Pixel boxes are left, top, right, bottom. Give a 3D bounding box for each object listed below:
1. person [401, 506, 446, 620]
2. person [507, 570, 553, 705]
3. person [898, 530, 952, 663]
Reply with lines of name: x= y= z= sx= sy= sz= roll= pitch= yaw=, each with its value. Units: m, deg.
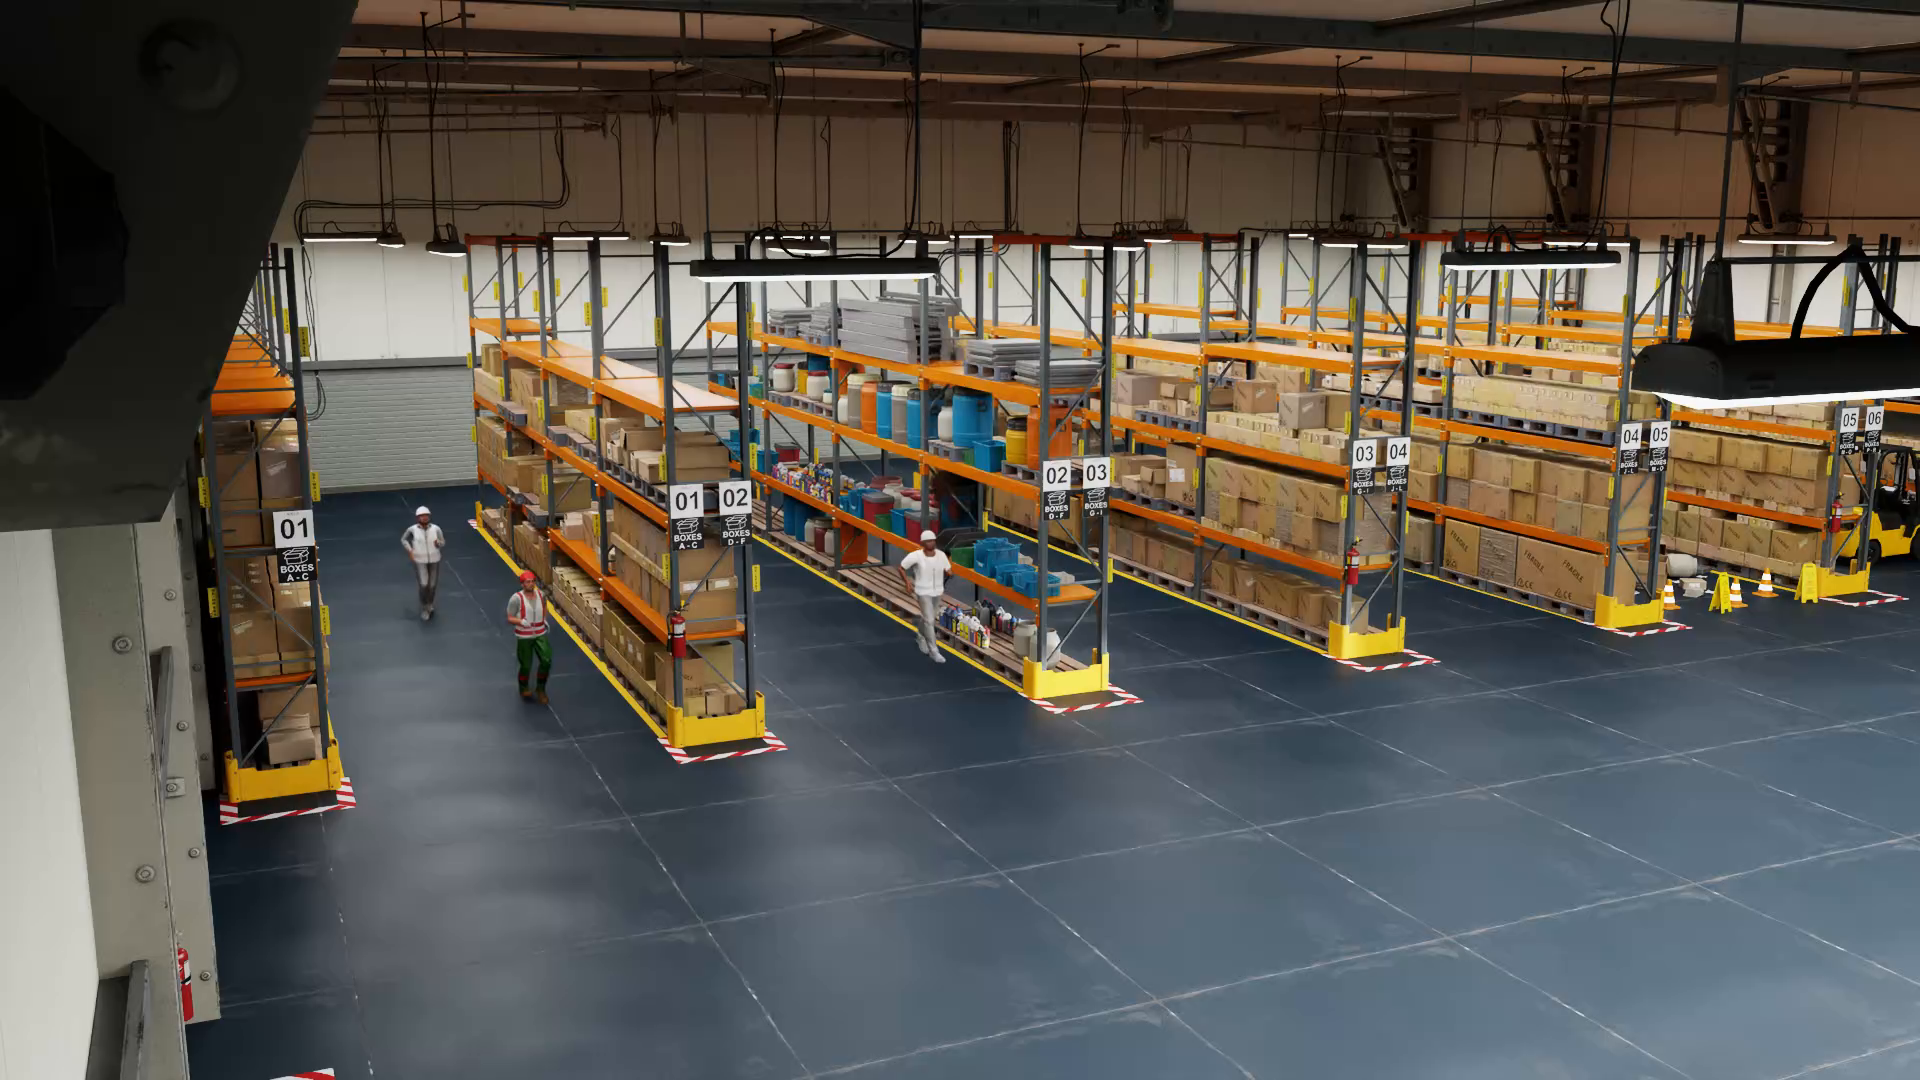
person: x=-8.537 y=0.372 z=26.605 sx=0.636 sy=1.820 sz=0.710 roll=-7 pitch=13 yaw=-31
person: x=-5.624 y=1.291 z=21.848 sx=0.608 sy=1.816 sz=0.747 roll=-7 pitch=13 yaw=-33
person: x=-0.412 y=0.762 z=22.971 sx=0.700 sy=1.804 sz=0.920 roll=-7 pitch=13 yaw=-32
